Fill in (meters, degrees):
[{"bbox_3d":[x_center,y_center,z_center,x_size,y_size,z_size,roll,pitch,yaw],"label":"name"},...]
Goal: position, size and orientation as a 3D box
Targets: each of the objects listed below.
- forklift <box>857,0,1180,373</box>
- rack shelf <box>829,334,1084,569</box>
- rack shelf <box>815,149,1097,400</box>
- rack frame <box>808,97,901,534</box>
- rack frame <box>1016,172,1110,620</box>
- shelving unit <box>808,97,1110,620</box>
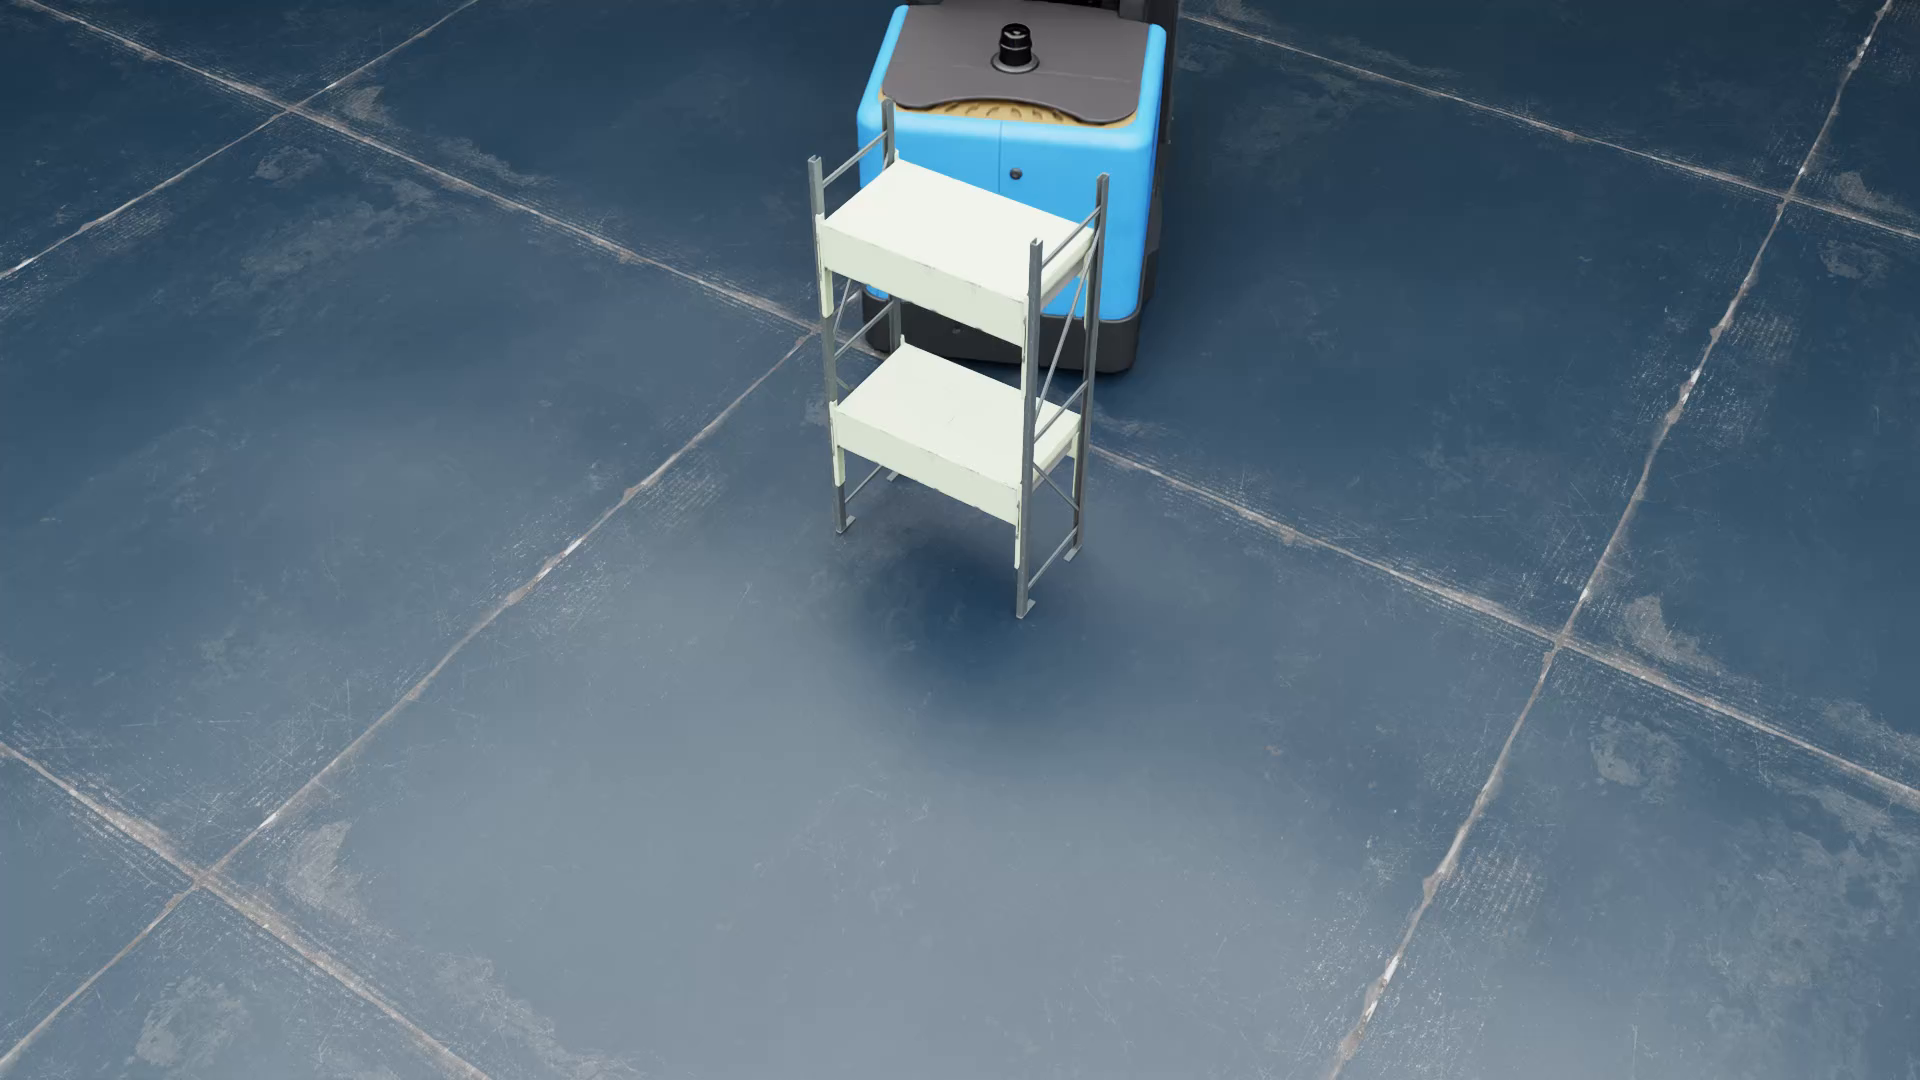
[{"bbox_3d":[0.362,-2.721,6.350,1.130,2.935,3.031,6,46,6],"label":"forklift"},{"bbox_3d":[-0.006,-0.298,5.448,0.720,0.370,0.431,25,51,22],"label":"rack shelf"},{"bbox_3d":[-0.006,-0.797,4.935,0.720,0.370,0.431,25,51,22],"label":"rack shelf"},{"bbox_3d":[-0.314,-0.667,5.352,0.023,1.500,0.400,25,51,22],"label":"rack frame"},{"bbox_3d":[0.302,-0.384,5.077,0.023,1.500,0.400,25,51,22],"label":"rack frame"},{"bbox_3d":[-0.006,-0.525,5.215,0.755,1.500,0.431,25,51,22],"label":"shelving unit"}]
